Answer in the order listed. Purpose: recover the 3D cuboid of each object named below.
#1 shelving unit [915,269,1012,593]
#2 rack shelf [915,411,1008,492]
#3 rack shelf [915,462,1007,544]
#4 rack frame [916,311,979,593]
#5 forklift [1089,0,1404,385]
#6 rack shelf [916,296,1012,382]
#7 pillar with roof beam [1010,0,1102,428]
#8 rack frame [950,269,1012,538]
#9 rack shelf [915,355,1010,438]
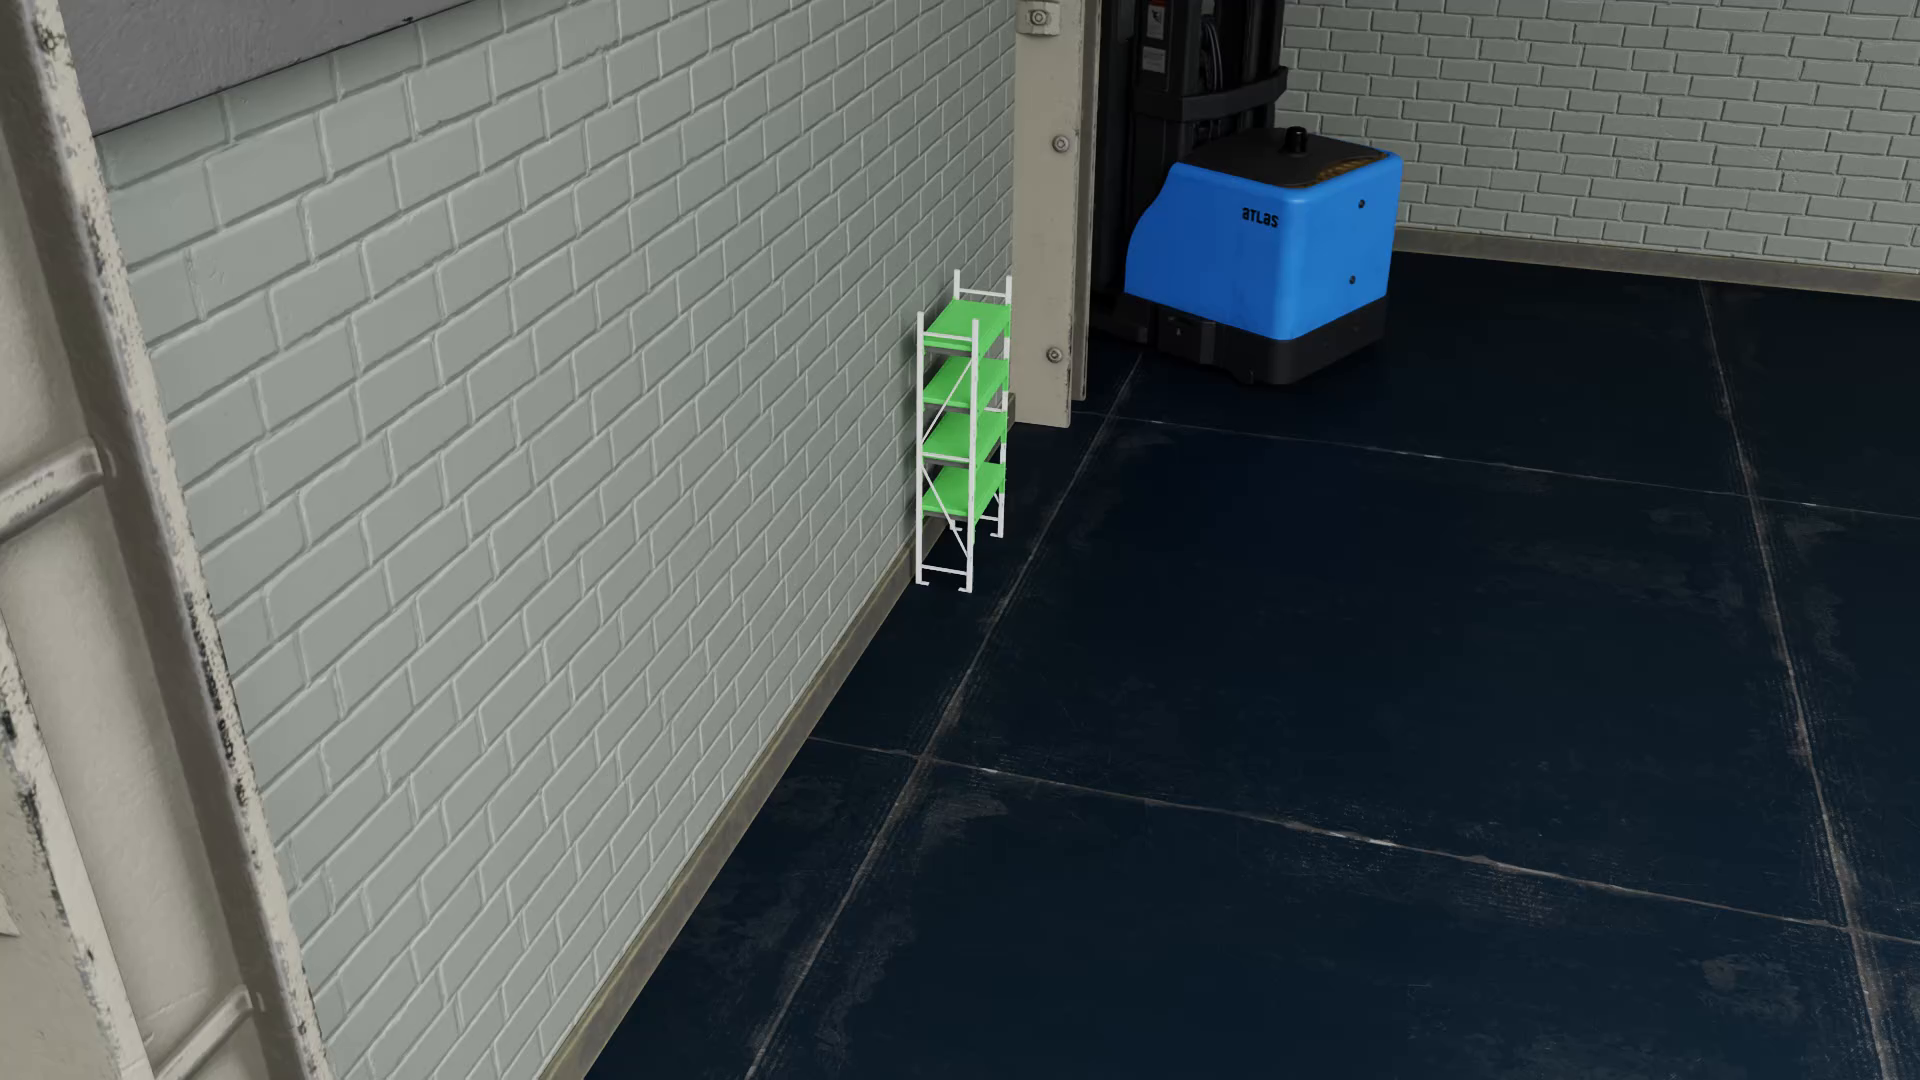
[{"bbox_3d":[0.013,-0.441,6.803,0.258,1.200,0.503,9,30,14],"label":"shelving unit"},{"bbox_3d":[0.011,-0.385,6.835,0.258,0.148,0.480,9,30,14],"label":"rack shelf"},{"bbox_3d":[0.007,-0.176,6.952,0.258,0.148,0.480,9,30,14],"label":"rack shelf"},{"bbox_3d":[-0.057,-0.327,6.599,0.240,1.200,0.015,9,30,14],"label":"rack frame"},{"bbox_3d":[0.922,-2.687,9.065,3.031,2.935,1.130,25,38,38],"label":"forklift"},{"bbox_3d":[0.020,-0.803,6.599,0.258,0.148,0.480,9,30,14],"label":"rack shelf"},{"bbox_3d":[4.560,-3.988,5.162,9.100,9.000,0.400,8,30,15],"label":"pillar with roof beam"},{"bbox_3d":[0.082,-0.555,7.008,0.240,1.200,0.015,9,30,14],"label":"rack frame"},{"bbox_3d":[0.016,-0.594,6.717,0.258,0.148,0.480,9,30,14],"label":"rack shelf"}]
